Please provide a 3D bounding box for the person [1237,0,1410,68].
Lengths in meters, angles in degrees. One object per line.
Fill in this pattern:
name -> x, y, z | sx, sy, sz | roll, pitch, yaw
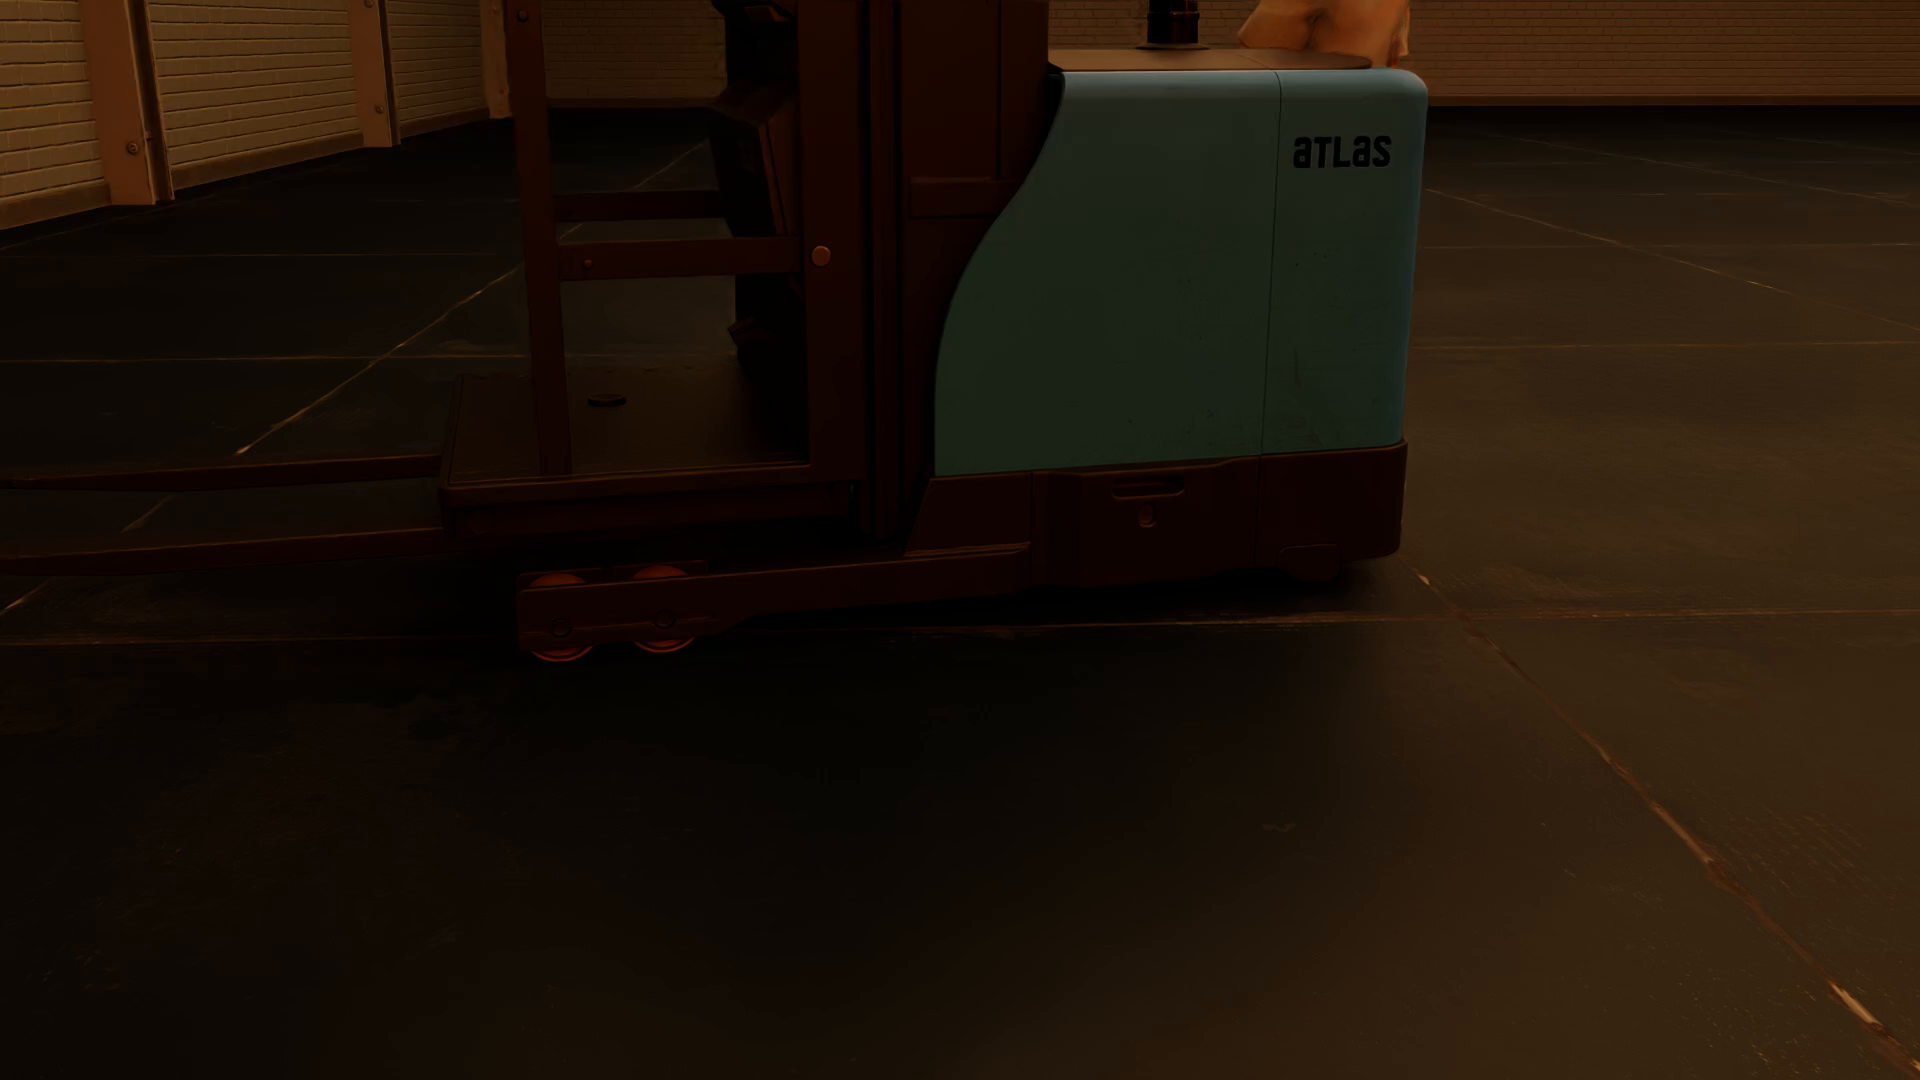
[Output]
person -> 0.850, -0.884, 4.086 | 0.666, 1.593, 0.602 | 11, 20, 31

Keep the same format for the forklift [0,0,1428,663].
forklift -> -0.615, -1.340, 3.287 | 3.031, 2.935, 1.130 | -4, 18, -14
